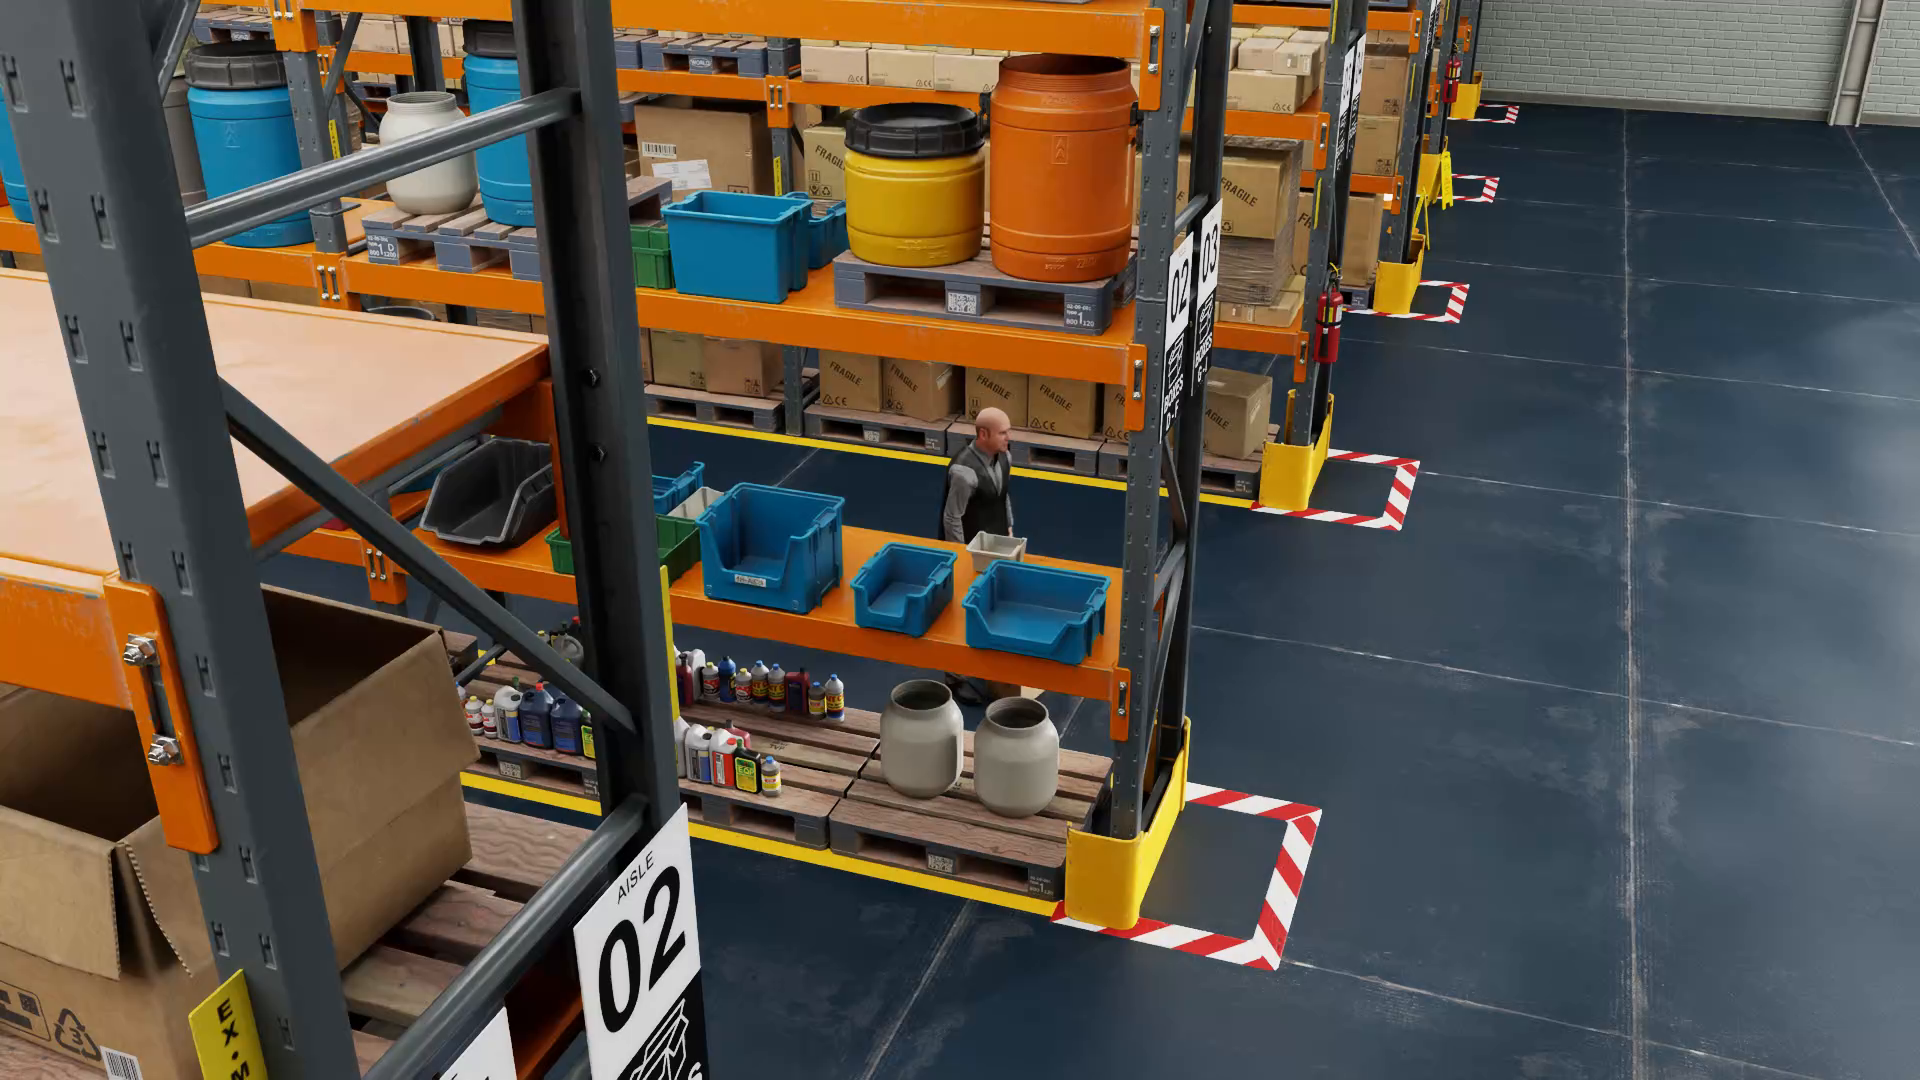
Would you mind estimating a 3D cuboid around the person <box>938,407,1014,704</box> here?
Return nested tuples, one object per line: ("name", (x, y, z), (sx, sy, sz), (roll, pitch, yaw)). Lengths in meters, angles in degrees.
("person", (0.124, 0.052, 9.488), (0.470, 1.721, 0.594), (17, 30, 31))
